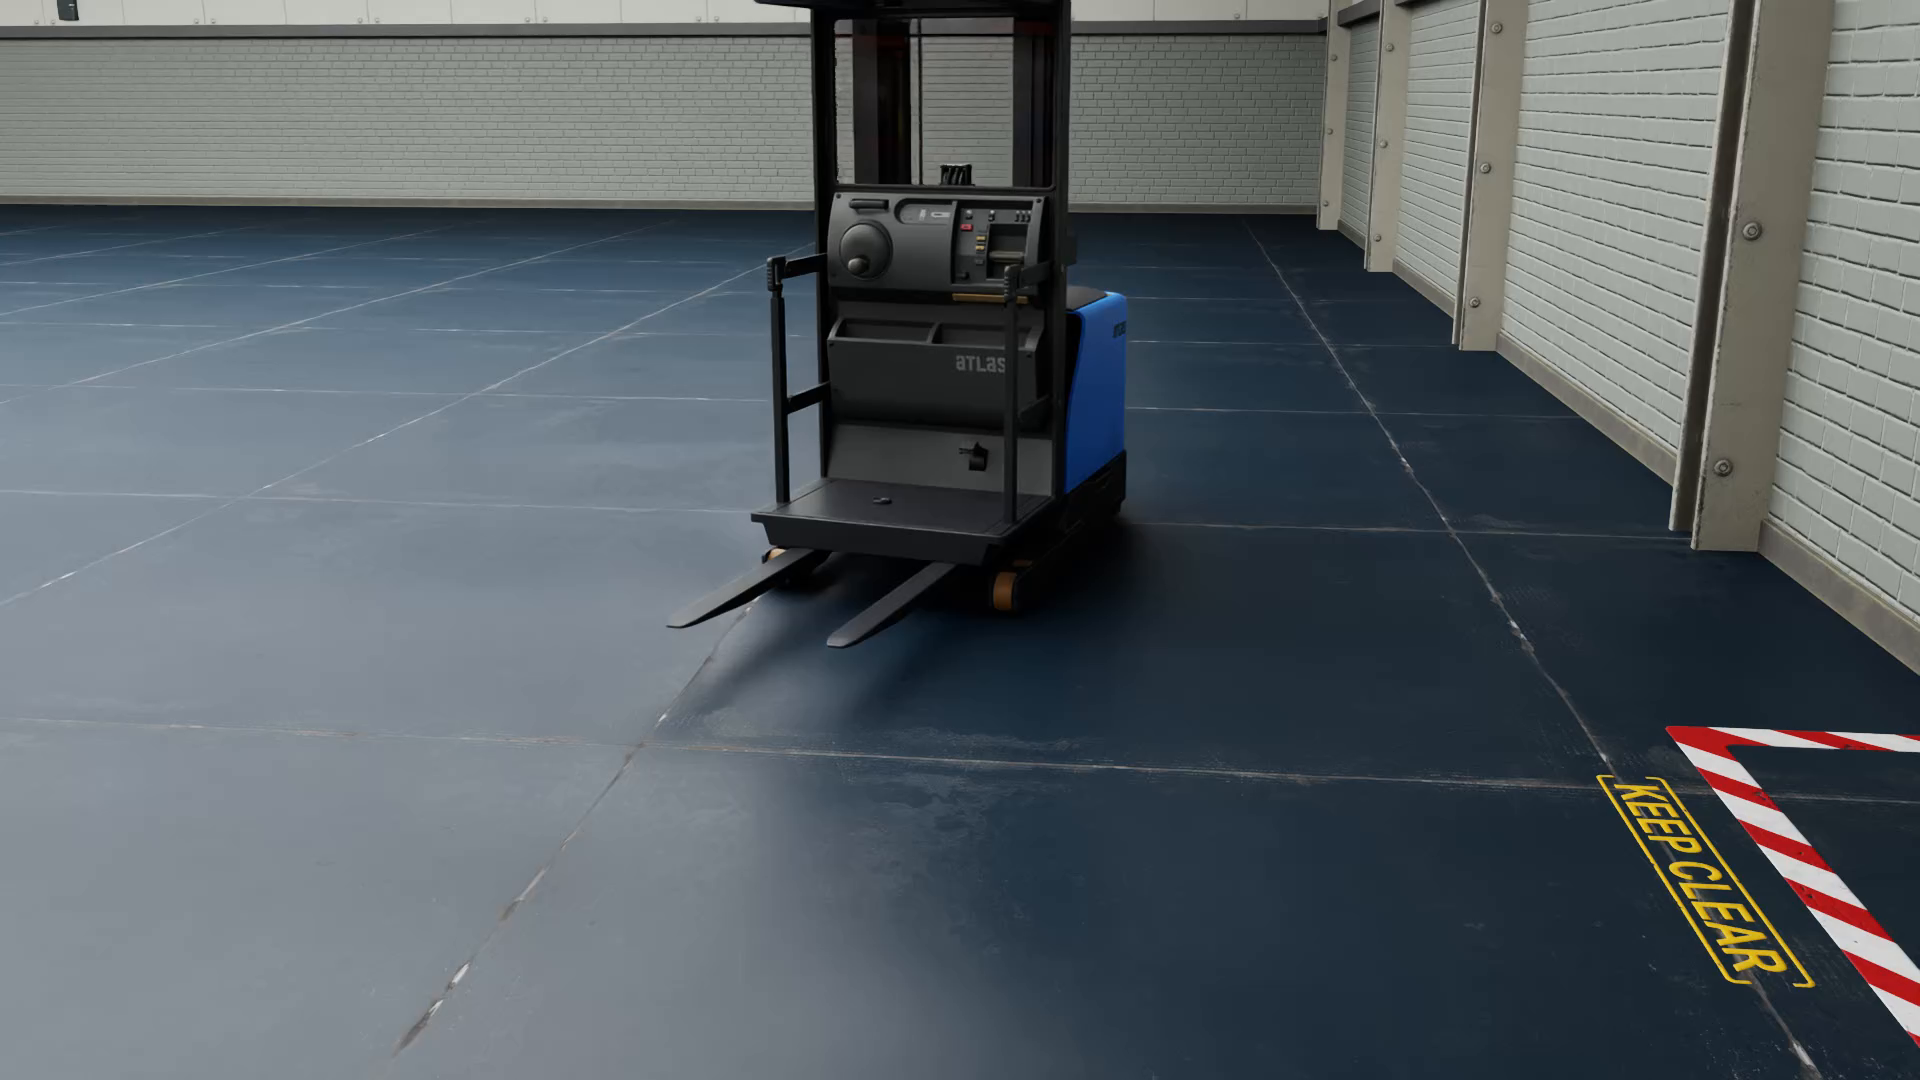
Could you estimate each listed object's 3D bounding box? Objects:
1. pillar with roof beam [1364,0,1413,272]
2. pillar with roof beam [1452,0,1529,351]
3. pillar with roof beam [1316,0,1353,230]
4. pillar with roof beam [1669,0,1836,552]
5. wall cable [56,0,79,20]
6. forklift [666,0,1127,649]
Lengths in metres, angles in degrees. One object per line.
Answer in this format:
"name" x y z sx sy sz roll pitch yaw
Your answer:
"pillar with roof beam" 0.564 -7.586 18.478 9.100 9.000 0.400 2 15 6
"pillar with roof beam" -0.113 -6.030 12.723 9.100 9.000 0.400 2 15 6
"pillar with roof beam" 1.241 -9.142 24.233 9.100 9.000 0.400 2 15 6
"pillar with roof beam" -0.790 -4.474 6.968 9.100 9.000 0.400 2 15 6
"wall cable" -14.703 -12.027 28.384 2.305 6.003 0.169 2 15 6
"forklift" -0.176 -1.246 6.655 1.130 2.935 3.031 5 16 20
